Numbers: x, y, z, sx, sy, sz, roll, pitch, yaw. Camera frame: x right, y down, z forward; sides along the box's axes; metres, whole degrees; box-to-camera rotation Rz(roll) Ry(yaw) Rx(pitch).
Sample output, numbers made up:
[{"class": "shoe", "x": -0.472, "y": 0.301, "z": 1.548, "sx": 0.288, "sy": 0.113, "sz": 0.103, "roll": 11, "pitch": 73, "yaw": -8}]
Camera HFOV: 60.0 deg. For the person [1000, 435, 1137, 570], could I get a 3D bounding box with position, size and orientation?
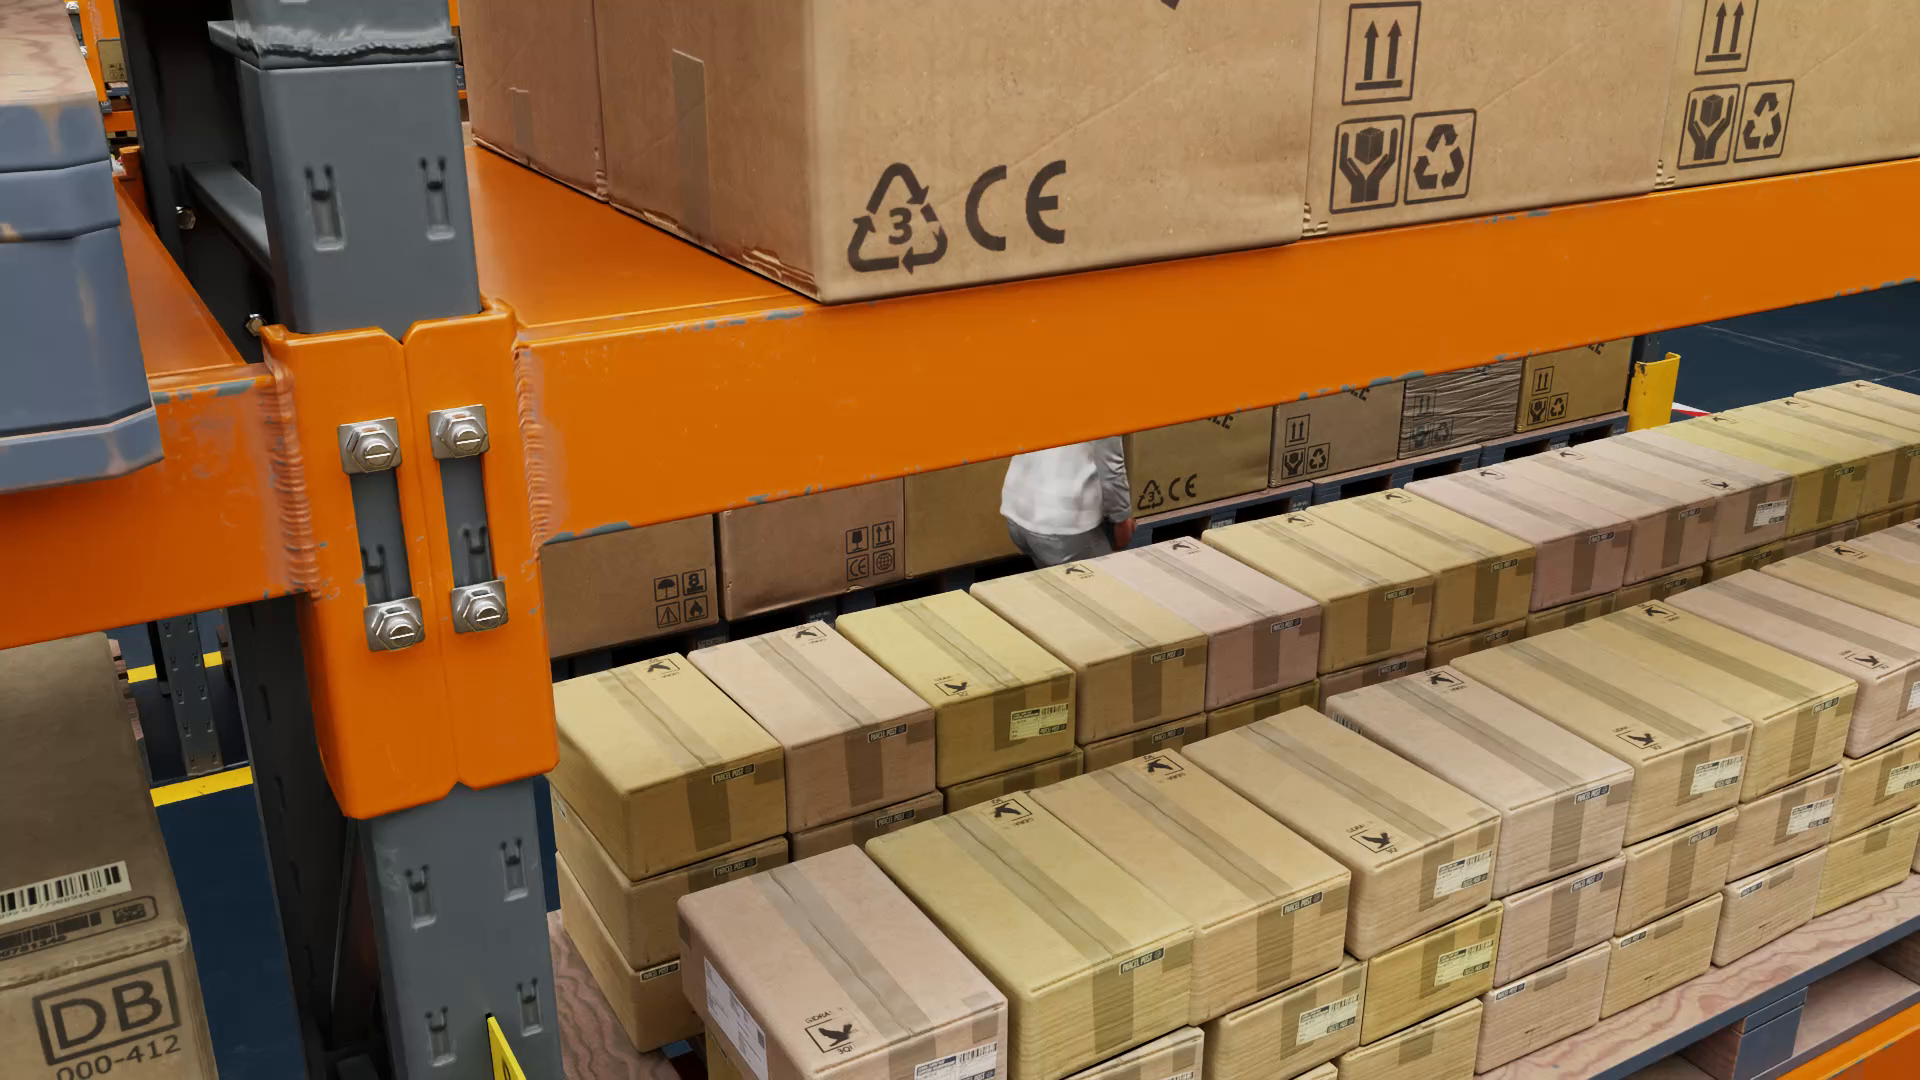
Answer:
[{"class": "person", "x": 0.437, "y": -0.117, "z": 6.506, "sx": 0.559, "sy": 1.665, "sz": 0.574, "roll": -12, "pitch": 24, "yaw": -27}]
